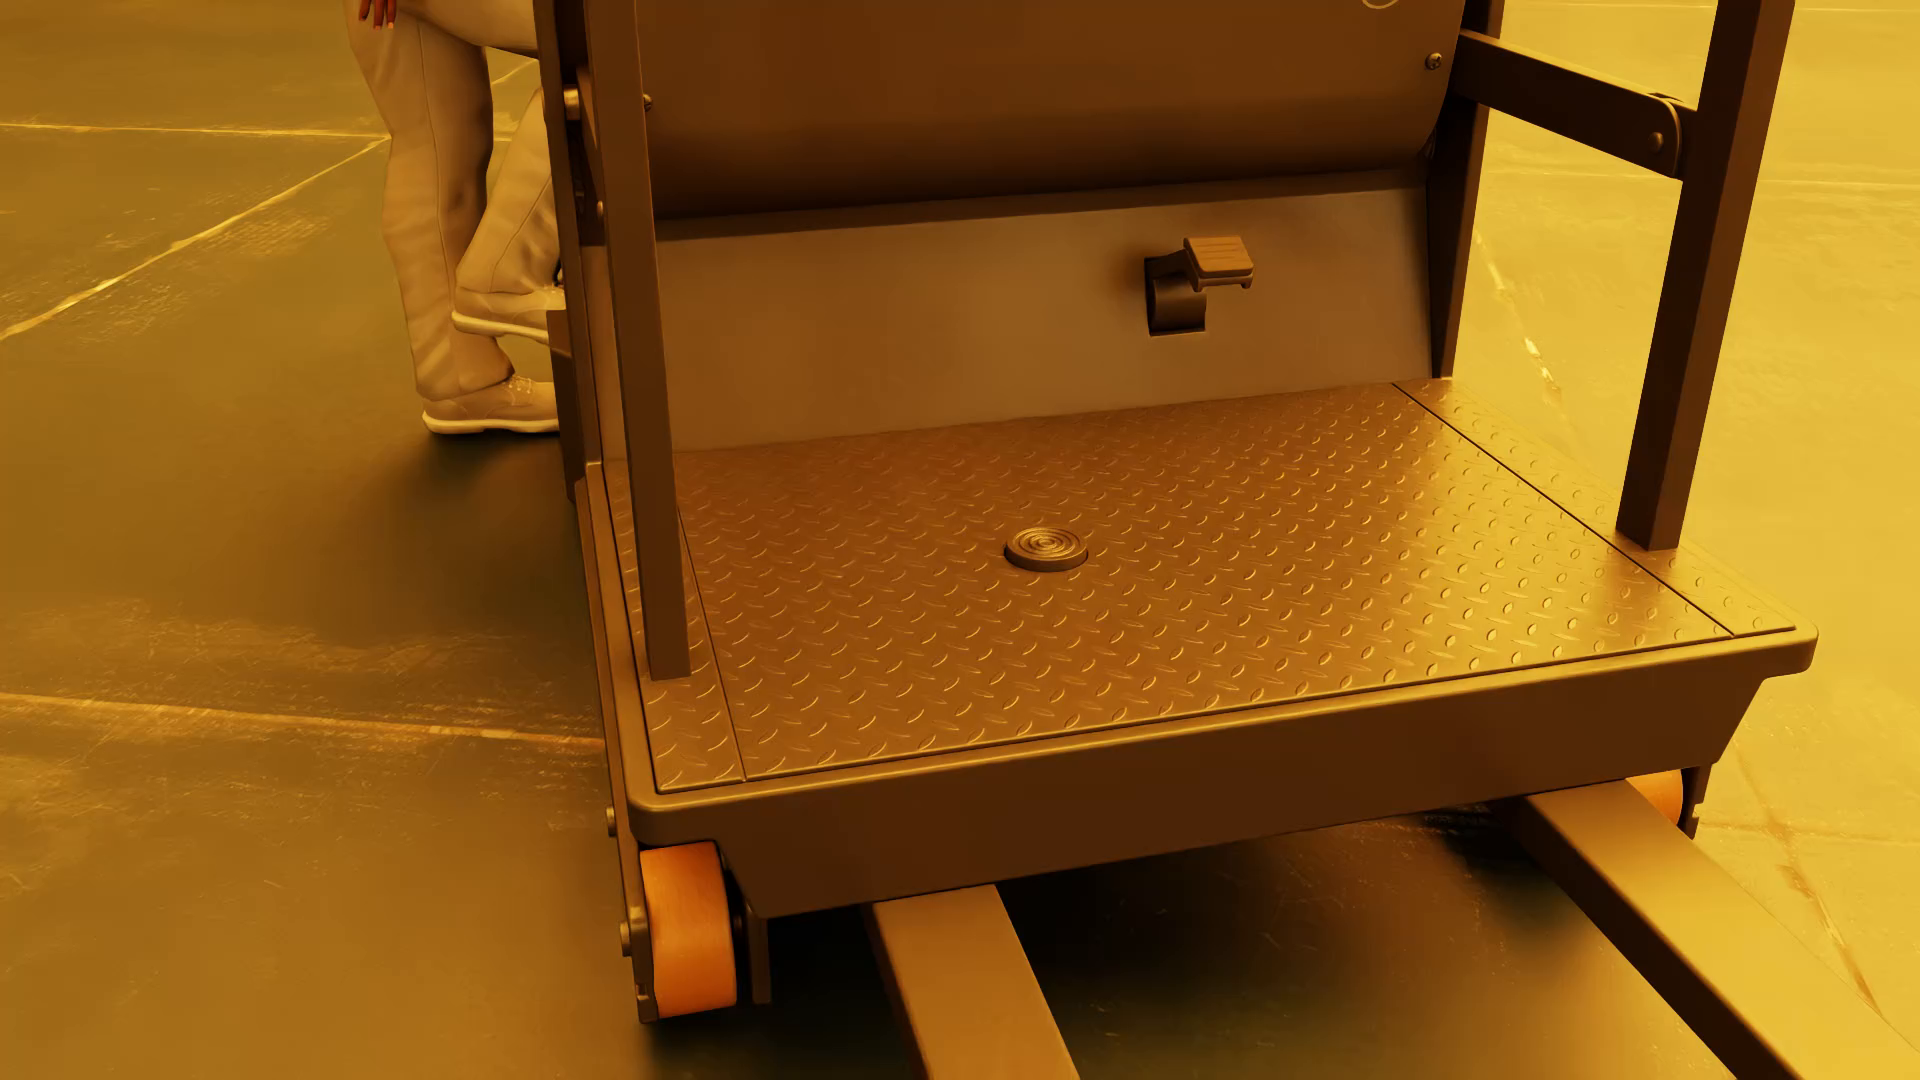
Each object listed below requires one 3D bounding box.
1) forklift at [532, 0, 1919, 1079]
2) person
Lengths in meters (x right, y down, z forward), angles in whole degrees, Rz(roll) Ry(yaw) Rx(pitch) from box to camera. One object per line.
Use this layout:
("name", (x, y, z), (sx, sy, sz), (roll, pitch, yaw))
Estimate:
("forklift", (0.153, -1.049, 1.319), (1.130, 2.935, 3.031), (-7, 27, -13))
("person", (-0.729, -0.937, 2.475), (0.567, 1.682, 0.572), (-3, 27, -6))
